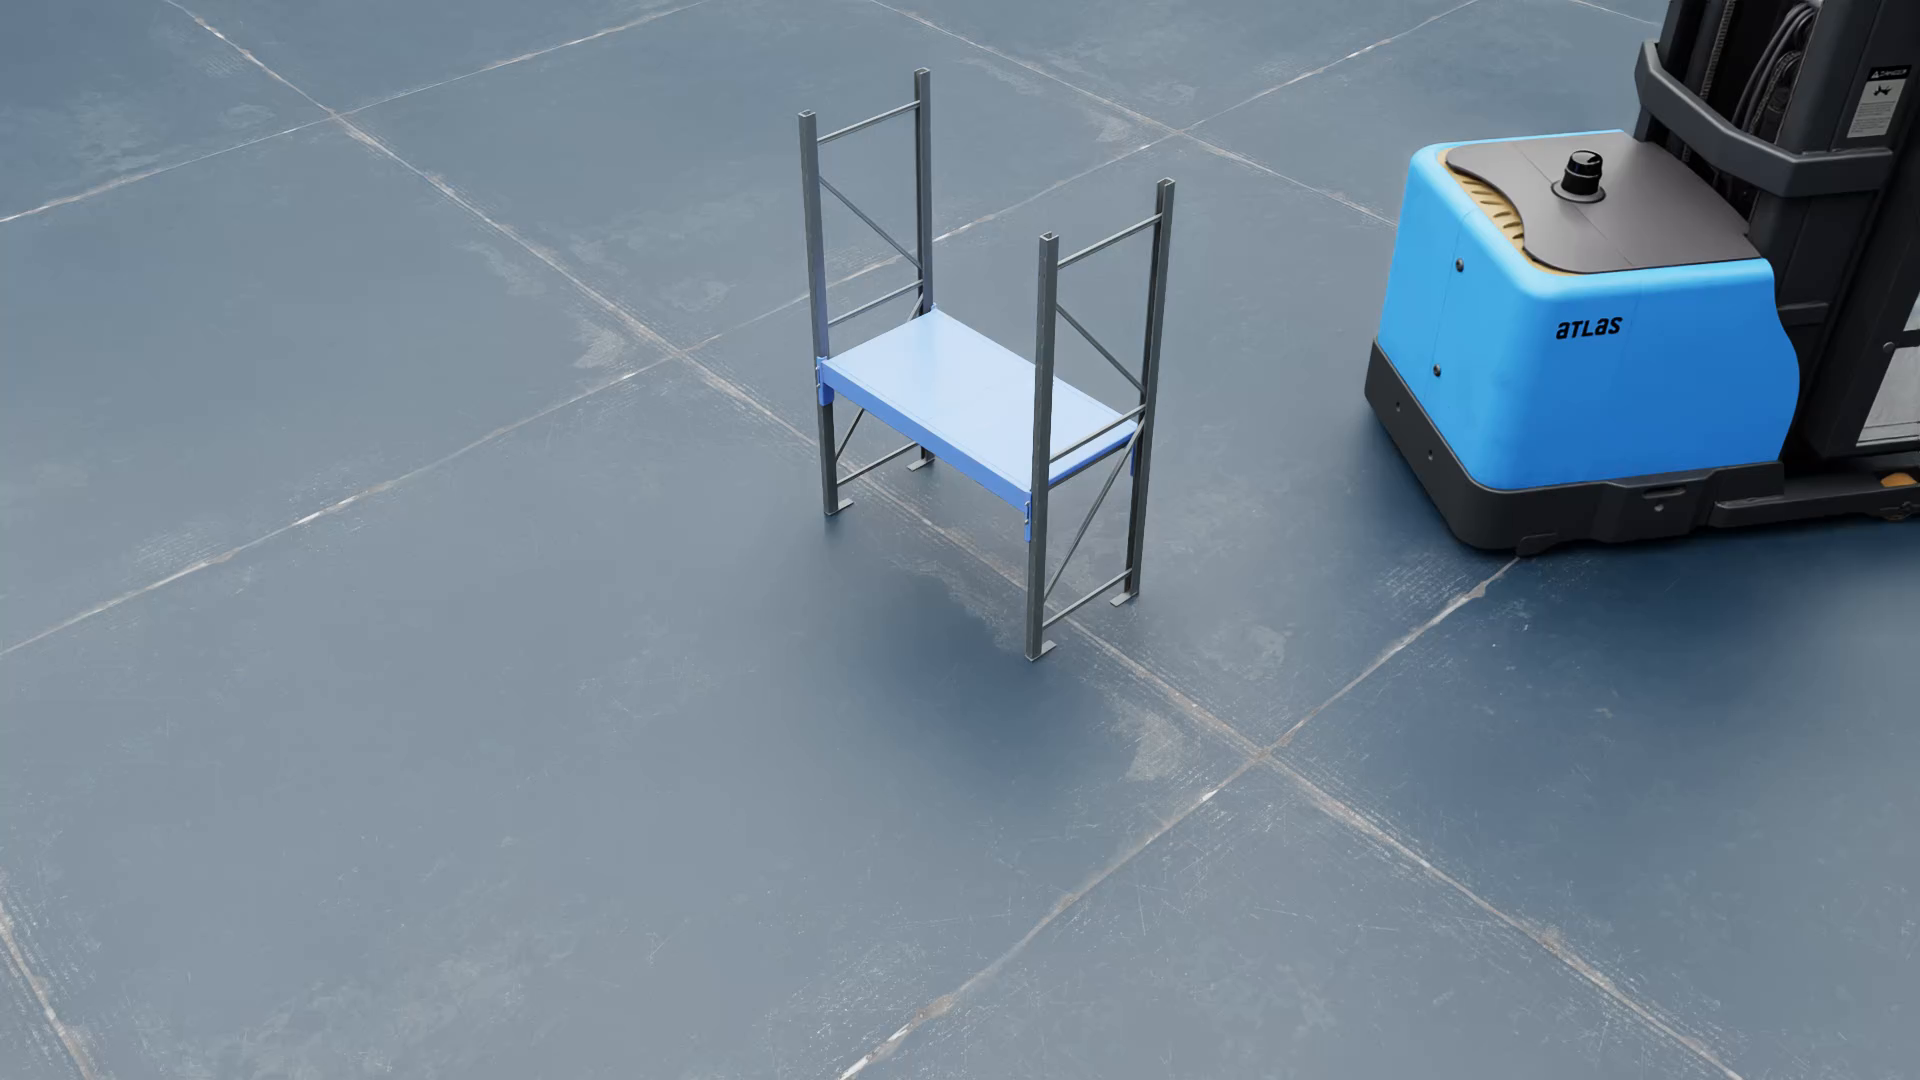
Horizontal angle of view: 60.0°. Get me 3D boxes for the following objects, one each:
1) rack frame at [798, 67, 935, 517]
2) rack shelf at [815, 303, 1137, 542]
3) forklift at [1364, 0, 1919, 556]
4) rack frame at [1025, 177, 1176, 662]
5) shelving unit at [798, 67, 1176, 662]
[{"bbox_3d":[-0.286,-0.779,5.521,0.500,1.500,0.032,-30,48,-32],"label":"rack frame"},{"bbox_3d":[0.058,-0.404,5.343,0.538,0.185,1.000,-30,48,-32],"label":"rack shelf"},{"bbox_3d":[3.102,-1.531,5.313,3.031,2.935,1.130,-6,39,-8],"label":"forklift"},{"bbox_3d":[0.402,-0.309,4.939,0.500,1.500,0.032,-30,48,-32],"label":"rack frame"},{"bbox_3d":[0.058,-0.544,5.230,0.538,1.500,1.048,-30,48,-32],"label":"shelving unit"}]
